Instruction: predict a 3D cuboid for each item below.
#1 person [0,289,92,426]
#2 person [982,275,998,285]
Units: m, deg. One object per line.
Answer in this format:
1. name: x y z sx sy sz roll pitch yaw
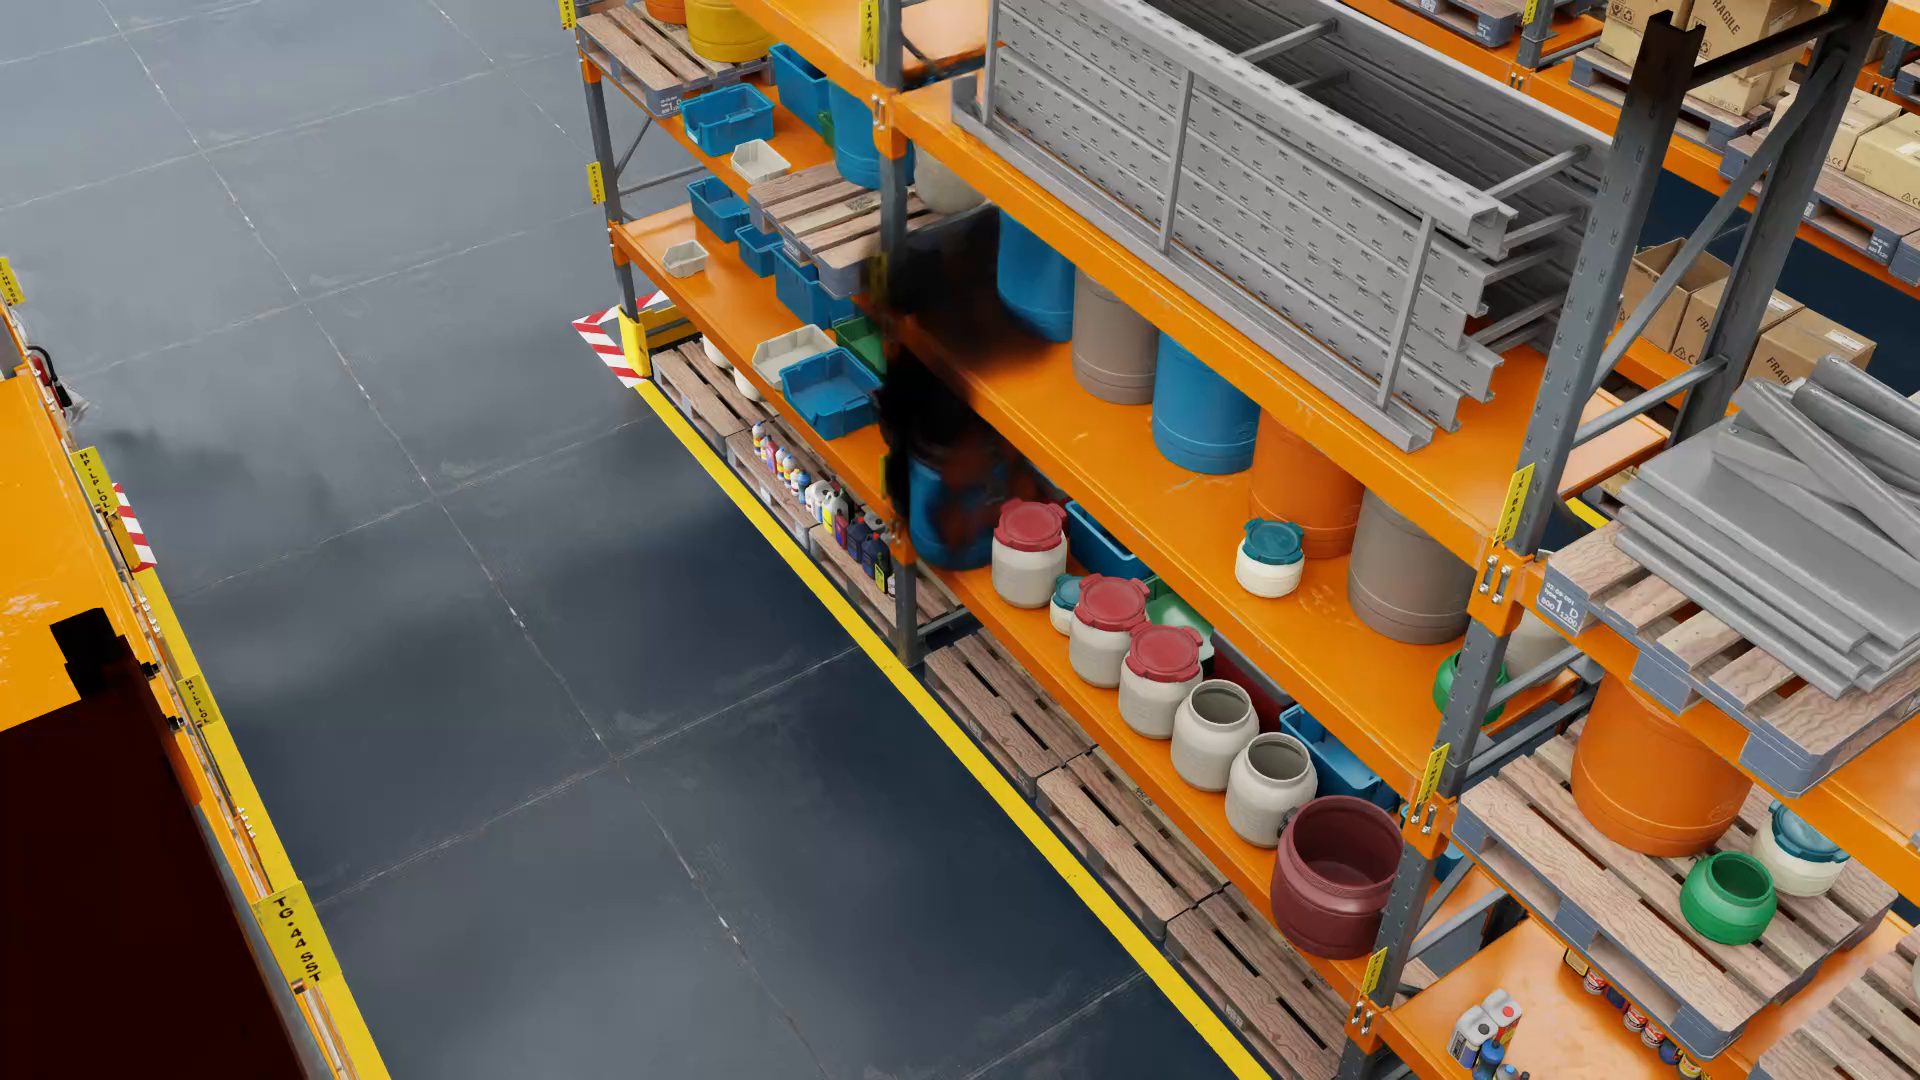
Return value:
1. person: -6.952 -1.376 12.035 0.908 1.670 0.614 6 43 6
2. person: 0.320 -2.125 12.470 0.632 1.687 0.579 23 47 23
